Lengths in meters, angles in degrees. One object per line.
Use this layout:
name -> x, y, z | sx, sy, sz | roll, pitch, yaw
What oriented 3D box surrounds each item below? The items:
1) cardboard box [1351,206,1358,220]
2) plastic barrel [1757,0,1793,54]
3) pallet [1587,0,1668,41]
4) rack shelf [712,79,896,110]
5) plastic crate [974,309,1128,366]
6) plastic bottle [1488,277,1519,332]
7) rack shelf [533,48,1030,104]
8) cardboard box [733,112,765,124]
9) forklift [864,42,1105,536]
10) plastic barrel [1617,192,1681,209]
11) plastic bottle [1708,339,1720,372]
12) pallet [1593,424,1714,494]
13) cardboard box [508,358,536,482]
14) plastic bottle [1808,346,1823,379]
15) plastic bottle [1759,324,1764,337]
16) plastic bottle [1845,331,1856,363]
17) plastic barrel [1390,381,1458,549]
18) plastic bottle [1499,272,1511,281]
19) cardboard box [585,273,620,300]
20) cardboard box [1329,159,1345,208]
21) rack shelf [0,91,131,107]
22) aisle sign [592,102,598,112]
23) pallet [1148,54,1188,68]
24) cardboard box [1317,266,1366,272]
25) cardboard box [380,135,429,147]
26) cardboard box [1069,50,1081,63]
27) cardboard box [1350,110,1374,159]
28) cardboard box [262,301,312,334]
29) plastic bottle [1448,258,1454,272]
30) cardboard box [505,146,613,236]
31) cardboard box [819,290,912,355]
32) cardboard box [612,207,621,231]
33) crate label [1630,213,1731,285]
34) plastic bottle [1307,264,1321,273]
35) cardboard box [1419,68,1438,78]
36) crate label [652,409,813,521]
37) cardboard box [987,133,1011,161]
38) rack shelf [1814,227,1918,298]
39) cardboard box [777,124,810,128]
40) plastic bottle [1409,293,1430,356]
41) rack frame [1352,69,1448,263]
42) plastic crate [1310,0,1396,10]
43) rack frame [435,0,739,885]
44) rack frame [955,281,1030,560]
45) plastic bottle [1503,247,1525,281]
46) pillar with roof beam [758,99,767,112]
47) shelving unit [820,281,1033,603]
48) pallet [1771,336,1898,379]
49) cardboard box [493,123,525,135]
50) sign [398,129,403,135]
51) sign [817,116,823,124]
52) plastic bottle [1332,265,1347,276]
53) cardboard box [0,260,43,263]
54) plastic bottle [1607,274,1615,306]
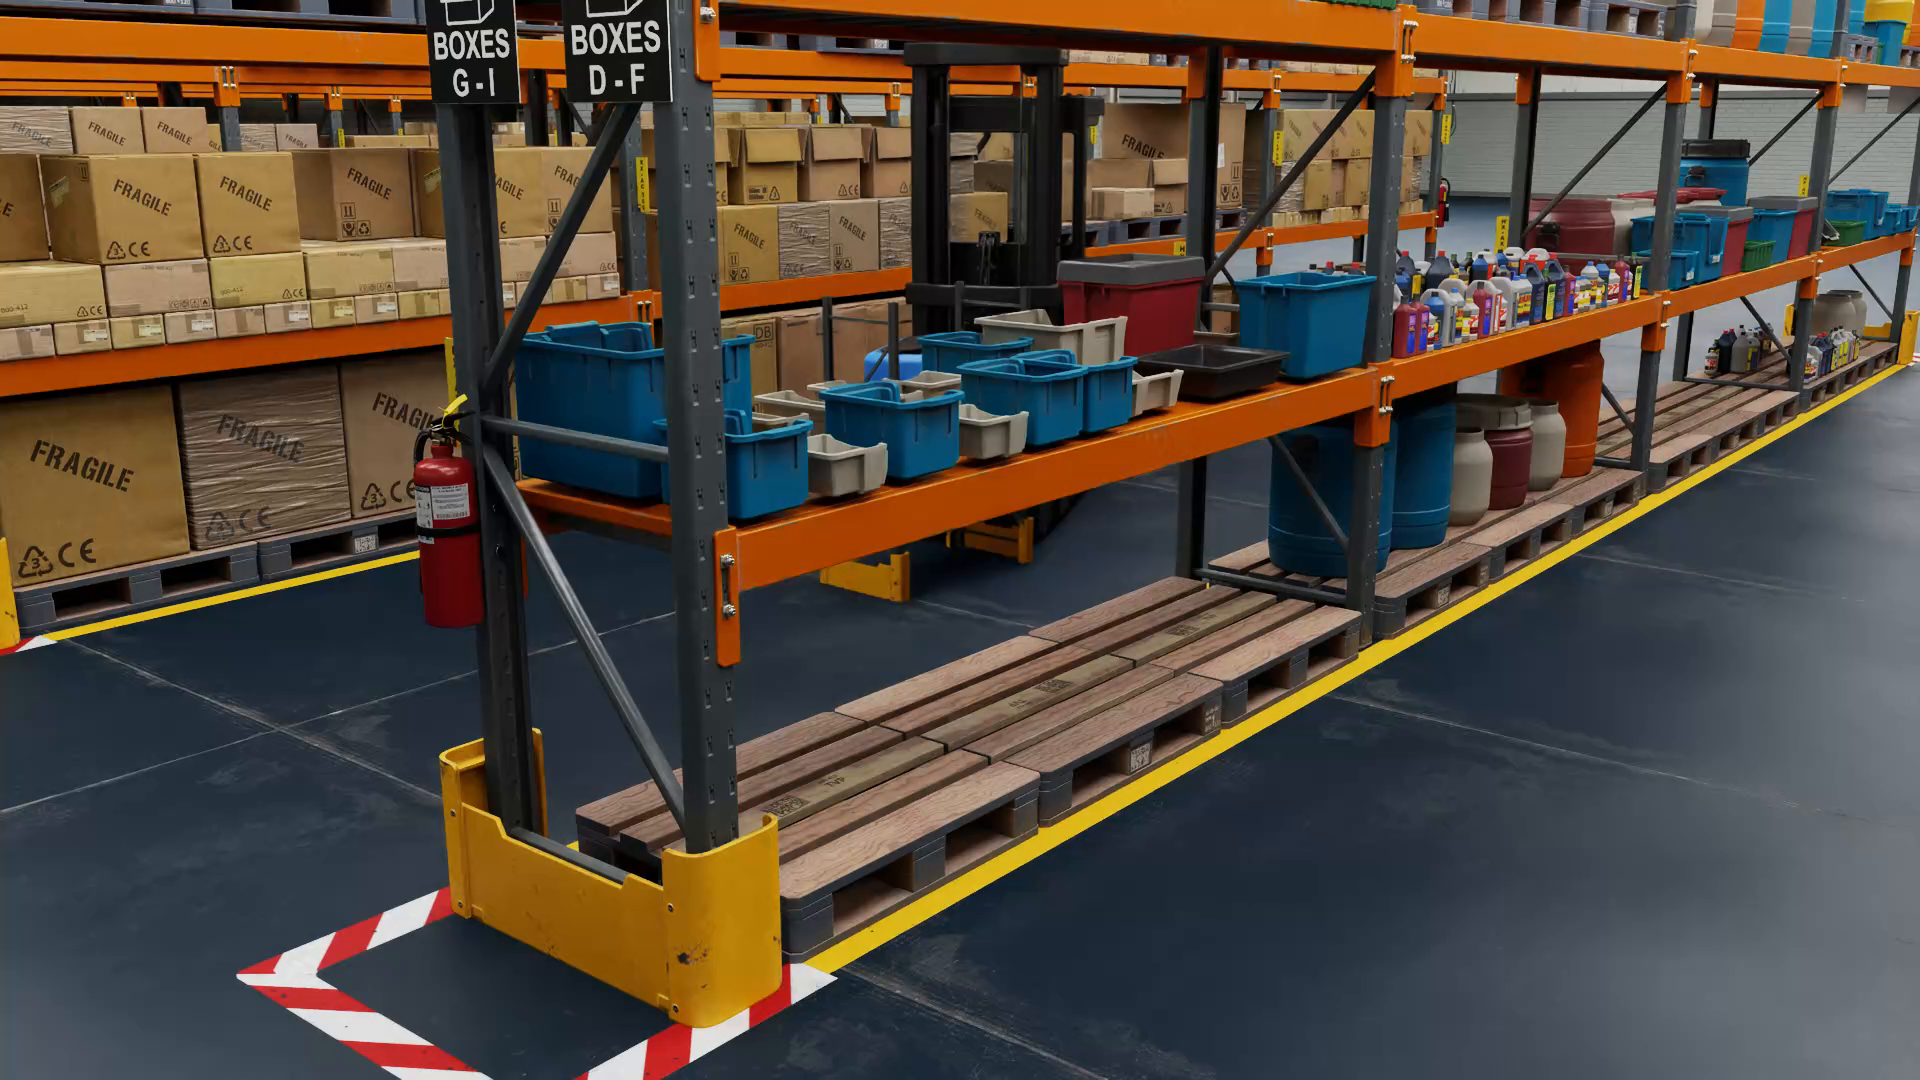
cardboard box -> 4.081, -3.548, 18.007 | 0.380, 0.149, 0.250 | 11, 18, 38
plastic barrel -> 5.537, -3.880, 11.692 | 0.600, 0.901, 0.708 | 11, 18, 38
pallet -> 3.439, -3.029, 9.746 | 1.003, 0.211, 1.213 | 11, 18, 38
rack shelf -> -2.394, -4.840, 17.951 | 1.077, 0.370, 4.000 | 11, 18, 38
plastic crate -> 0.379, -0.740, 6.562 | 0.437, 0.282, 0.530 | 11, 18, 38
plastic bottle -> 2.797, -1.224, 8.599 | 0.152, 0.276, 0.135 | 11, 18, 38
rack shelf -> -1.114, -3.287, 11.838 | 1.077, 0.370, 4.000 | 11, 18, 38
cardboard box -> -3.252, -5.967, 24.180 | 0.700, 0.500, 0.500 | 11, 18, 37
forklift -> 0.296, -1.759, 10.594 | 1.130, 2.935, 3.031 | 4, 15, 14
plastic barrel -> 5.005, -2.258, 12.141 | 0.433, 0.535, 0.433 | 0, 14, 0
plastic bottle -> 6.556, -1.604, 14.469 | 0.061, 0.283, 0.133 | 12, 19, 40
pallet -> 4.513, -0.589, 11.513 | 1.003, 0.211, 1.213 | 11, 18, 38
cardboard box -> -2.848, -0.858, 10.372 | 0.875, 0.875, 0.875 | 11, 18, 38
plastic bottle -> 7.233, -1.517, 14.140 | 0.152, 0.276, 0.135 | 12, 19, 40
plastic bottle -> 7.485, -1.888, 15.584 | 0.061, 0.283, 0.133 | 12, 18, 38
plastic bottle -> 8.031, -1.760, 15.097 | 0.152, 0.276, 0.135 | 11, 18, 38
plastic barrel -> 2.282, -0.456, 8.734 | 0.600, 0.901, 0.708 | 11, 18, 38
plastic bottle -> 2.901, -1.299, 8.905 | 0.097, 0.271, 0.097 | 0, 14, 0
cardboard box -> -2.308, -1.568, 10.213 | 0.380, 0.149, 0.250 | 11, 18, 38
cardboard box -> 3.566, -3.802, 17.688 | 0.875, 0.500, 0.500 | 11, 18, 38
rack shelf -> -12.685, -5.588, 20.896 | 1.077, 0.370, 4.000 | 11, 18, 38
aisle sign -> -6.130, -7.625, 28.266 | 0.394, 0.787, 0.004 | 11, 18, 38
pallet -> 1.537, -4.393, 15.112 | 1.213, 0.211, 1.003 | 11, 18, 38
cardboard box -> 4.417, -2.852, 18.981 | 0.500, 0.500, 0.500 | -10, 17, -35
cardboard box -> -6.780, -4.646, 20.158 | 0.500, 0.500, 0.500 | 12, 19, 40
cardboard box -> 0.637, -3.996, 13.475 | 0.500, 0.250, 0.500 | 12, 18, 39
cardboard box -> 4.071, -4.344, 17.793 | 0.500, 0.500, 0.500 | 11, 18, 38
cardboard box -> -3.599, -1.174, 8.664 | 0.380, 0.149, 0.250 | 11, 18, 37
plastic bottle -> 2.859, -1.527, 9.802 | 0.097, 0.271, 0.097 | 0, 14, 0
cardboard box -> -2.452, -2.104, 9.991 | 0.500, 0.500, 0.500 | 12, 19, 39
cardboard box -> -0.873, -1.440, 12.662 | 1.225, 0.875, 0.875 | 11, 18, 38
cardboard box -> -2.289, -1.979, 11.118 | 0.500, 0.500, 0.500 | 11, 18, 38
crate label -> 4.831, -1.964, 11.189 | 0.502, 0.435, 0.616 | 11, 18, 38
plastic bottle -> 1.805, -1.235, 8.492 | 0.144, 0.351, 0.185 | 11, 18, 38
cardboard box -> 5.066, -5.346, 18.788 | 0.500, 0.250, 0.500 | 12, 18, 39
crate label -> -0.621, -0.210, 4.577 | 0.416, 0.233, 0.303 | 11, 18, 38
cardboard box -> 0.150, -5.087, 21.059 | 0.875, 0.550, 0.500 | 11, 18, 38
rack shelf -> 7.767, -2.599, 15.221 | 1.077, 0.370, 4.000 | 11, 18, 38
cardboard box -> -2.084, -4.359, 18.457 | 0.700, 0.500, 0.500 | 11, 18, 38
plastic bottle -> 2.128, -1.005, 7.726 | 0.061, 0.283, 0.133 | 11, 18, 38
rack frame -> 5.171, -4.097, 19.657 | 1.000, 3.000, 0.127 | 11, 18, 38
plastic crate -> 1.451, -2.255, 6.747 | 0.450, 0.188, 0.662 | 11, 18, 38
rack frame -> -1.032, -0.266, 4.579 | 1.000, 3.000, 0.127 | 11, 18, 38
rack frame -> 0.172, -0.650, 9.136 | 0.500, 1.500, 0.032 | 12, 19, 39
plastic bottle -> 3.472, -1.705, 10.495 | 0.152, 0.276, 0.135 | 11, 18, 38
pillar with roof beam -> -0.419, -9.794, 29.901 | 9.100, 9.000, 0.400 | 11, 18, 38
shelving unit -> -0.167, -0.554, 8.758 | 0.587, 1.500, 1.083 | 12, 19, 39
pallet -> 8.498, -1.802, 16.289 | 1.003, 0.211, 1.213 | 11, 18, 38
cardboard box -> -5.742, -5.261, 21.264 | 0.380, 0.149, 0.250 | 10, 18, 35
sign -> -8.486, -6.072, 25.244 | 0.100, 0.325, 0.005 | 11, 18, 38
sign -> -2.118, -6.255, 25.160 | 0.100, 0.325, 0.005 | 11, 18, 38
plastic bottle -> 1.917, -1.213, 8.405 | 0.144, 0.351, 0.185 | 11, 18, 38
cardboard box -> -4.787, -1.238, 8.105 | 0.500, 0.250, 0.500 | 11, 18, 37
plastic bottle -> 3.780, -1.476, 9.746 | 0.097, 0.201, 0.097 | 0, 14, 0
